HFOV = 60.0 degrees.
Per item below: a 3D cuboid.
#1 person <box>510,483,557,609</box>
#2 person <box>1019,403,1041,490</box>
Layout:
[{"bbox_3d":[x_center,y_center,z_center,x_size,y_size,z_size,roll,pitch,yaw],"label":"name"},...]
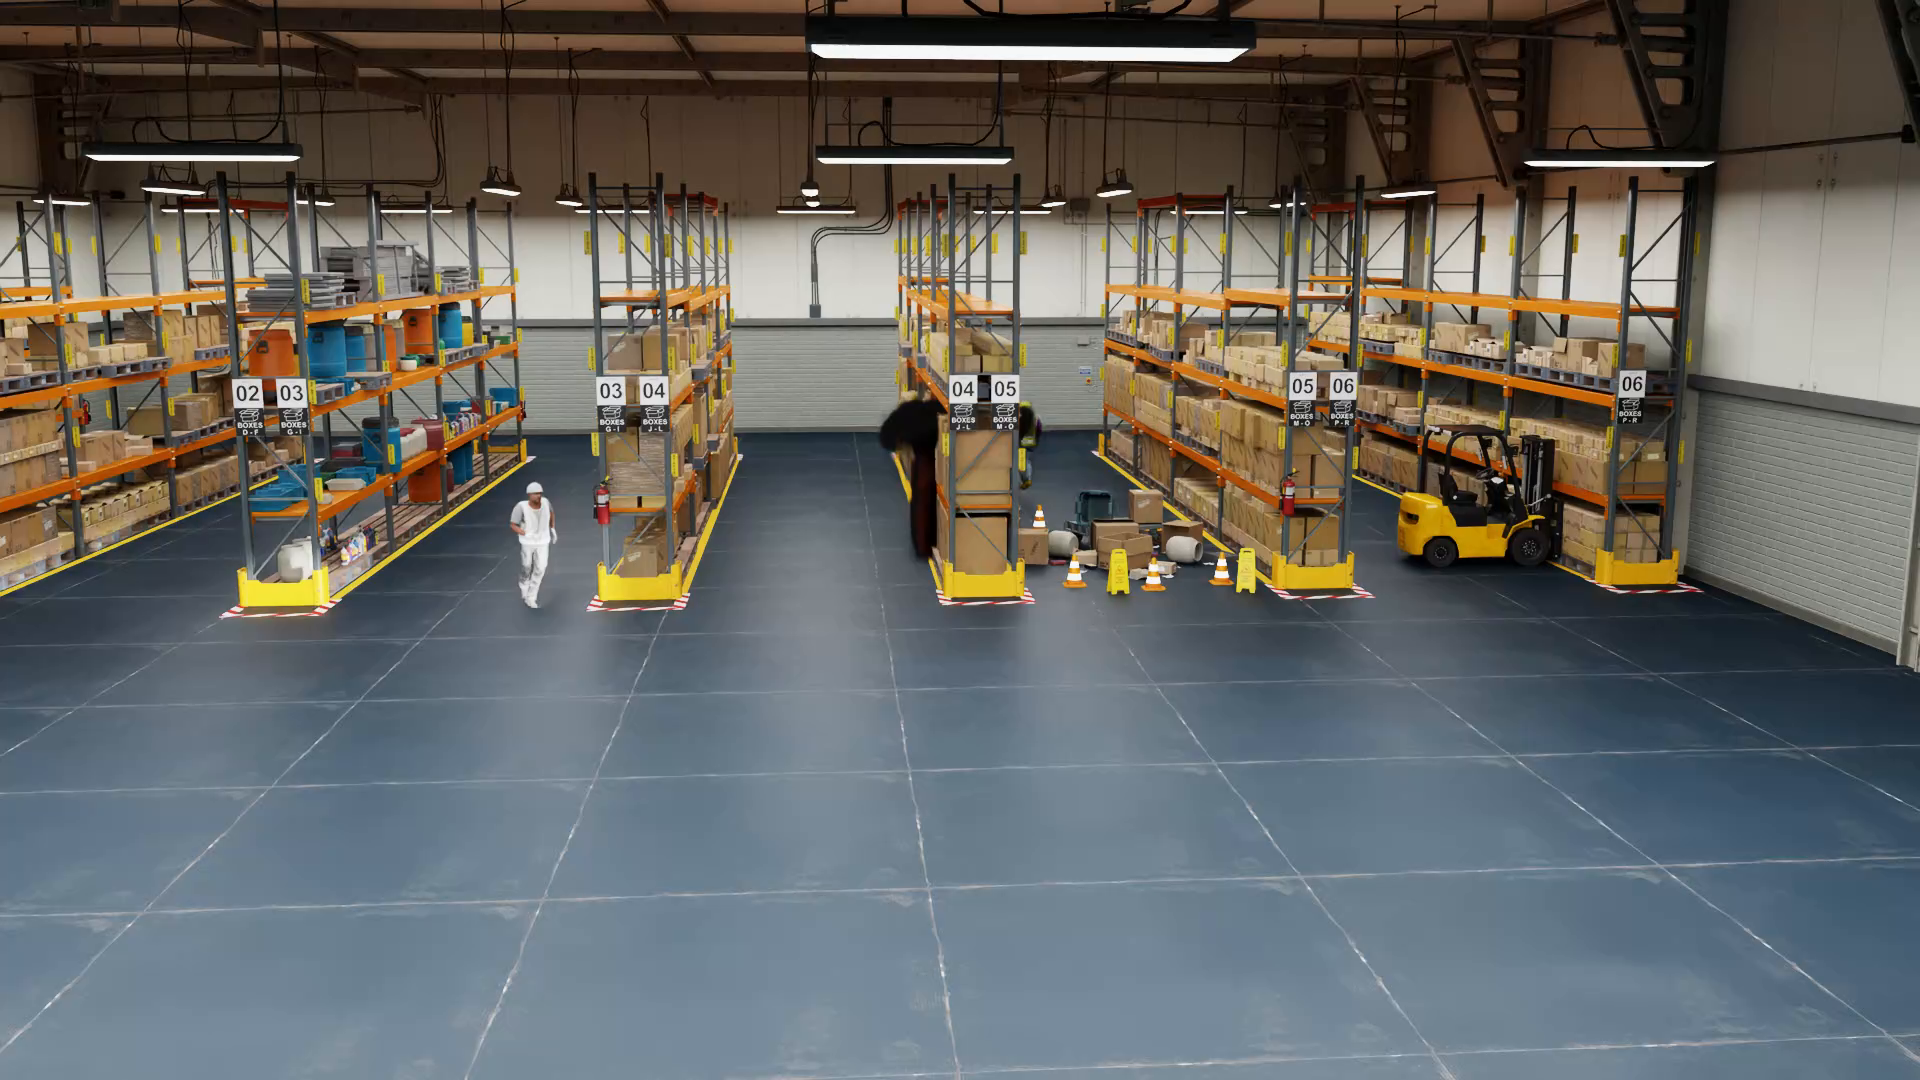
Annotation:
[{"bbox_3d":[-6.040,0.040,23.474,0.676,1.769,0.781,-5,11,-27],"label":"person"},{"bbox_3d":[1.364,-1.854,33.356,0.662,1.743,0.837,-3,10,-15],"label":"person"}]
